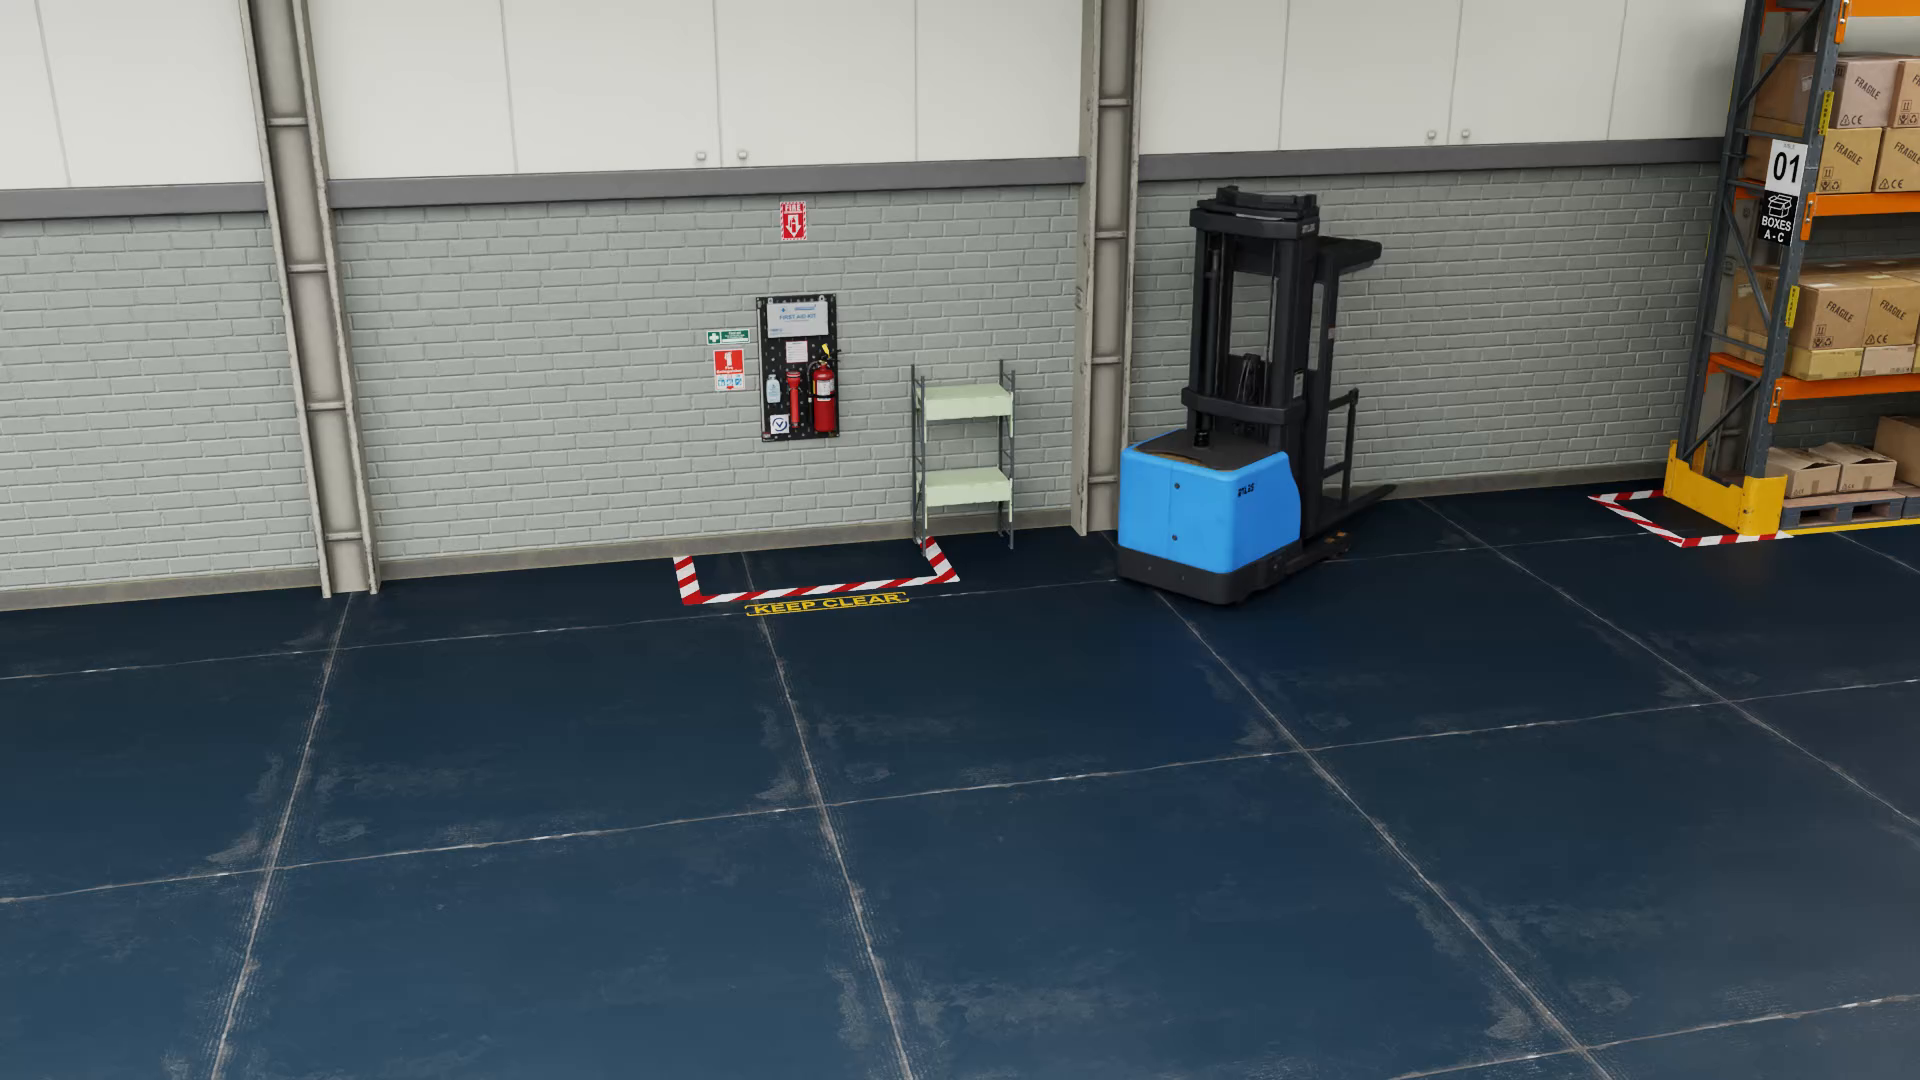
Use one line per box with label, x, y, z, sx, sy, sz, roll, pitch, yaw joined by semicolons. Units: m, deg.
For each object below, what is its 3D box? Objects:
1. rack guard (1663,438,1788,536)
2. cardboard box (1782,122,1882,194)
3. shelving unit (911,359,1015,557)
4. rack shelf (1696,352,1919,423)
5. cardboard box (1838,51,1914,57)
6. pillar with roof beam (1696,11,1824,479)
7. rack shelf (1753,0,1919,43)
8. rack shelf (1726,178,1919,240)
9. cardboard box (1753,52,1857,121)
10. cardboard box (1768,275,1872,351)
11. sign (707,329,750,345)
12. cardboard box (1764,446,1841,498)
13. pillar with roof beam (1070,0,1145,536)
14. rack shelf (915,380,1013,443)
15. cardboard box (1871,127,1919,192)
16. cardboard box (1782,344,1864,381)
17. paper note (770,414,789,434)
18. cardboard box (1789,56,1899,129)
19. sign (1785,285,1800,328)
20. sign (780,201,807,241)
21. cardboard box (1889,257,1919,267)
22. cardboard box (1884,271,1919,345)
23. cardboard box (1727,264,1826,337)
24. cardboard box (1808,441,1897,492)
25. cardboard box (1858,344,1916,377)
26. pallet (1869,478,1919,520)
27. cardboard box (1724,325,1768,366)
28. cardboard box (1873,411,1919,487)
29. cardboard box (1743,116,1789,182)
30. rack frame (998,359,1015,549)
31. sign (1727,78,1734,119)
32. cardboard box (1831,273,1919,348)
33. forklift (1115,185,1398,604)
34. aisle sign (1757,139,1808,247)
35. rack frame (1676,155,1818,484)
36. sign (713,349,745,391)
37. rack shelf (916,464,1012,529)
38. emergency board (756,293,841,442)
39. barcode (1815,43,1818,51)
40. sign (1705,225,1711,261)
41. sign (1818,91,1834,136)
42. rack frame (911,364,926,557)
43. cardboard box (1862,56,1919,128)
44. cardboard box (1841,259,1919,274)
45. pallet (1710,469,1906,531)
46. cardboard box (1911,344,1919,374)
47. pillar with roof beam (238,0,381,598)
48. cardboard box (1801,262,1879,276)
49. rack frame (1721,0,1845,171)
rack guard;6.596;-0.473;14.379;0.348;0.500;1.175;-5;21;-12
cardboard box;6.905;-3.048;13.239;0.500;0.500;0.500;-4;21;-11
shelving unit;0.022;-0.667;13.454;0.755;1.500;0.431;-5;21;-13
rack shelf;8.468;-1.461;14.488;4.000;0.370;1.077;-5;21;-12
cardboard box;7.409;-3.743;13.684;0.500;0.500;0.500;-3;20;-9
pillar with roof beam;7.994;-3.361;9.908;0.400;9.000;9.100;-5;21;-12
rack shelf;8.468;-4.276;13.457;4.000;0.370;1.077;-5;21;-12
rack shelf;8.468;-2.870;13.972;4.000;0.370;1.077;-5;21;-12
cardboard box;6.881;-3.697;13.556;0.500;0.500;0.500;-4;20;-10
cardboard box;7.055;-1.869;13.654;0.500;0.500;0.500;-5;21;-12
sign;-1.804;-1.582;12.949;0.331;0.109;0.001;-5;21;-12
cardboard box;7.216;-0.609;14.386;0.500;0.311;0.500;-7;21;-19
pillar with roof beam;2.155;-2.887;8.612;0.400;9.000;9.100;-5;21;-12
rack shelf;0.022;-1.033;13.320;0.720;0.370;0.431;-5;21;-13
cardboard box;7.435;-3.079;13.323;0.500;0.500;0.500;-3;20;-9
cardboard box;7.070;-1.512;13.770;0.500;0.250;0.500;-5;21;-14
paper note;-1.437;-0.923;13.255;0.142;0.148;0.016;-5;21;-12
cardboard box;6.952;-3.524;13.085;0.500;0.500;0.500;-6;21;-16
sign;6.647;-1.865;13.288;0.005;0.325;0.100;-5;21;-12
sign;-1.280;-2.449;12.769;0.199;0.298;0.001;-5;21;-12
cardboard box;8.416;-2.159;14.446;0.500;0.500;0.500;-4;21;-12
cardboard box;8.043;-1.943;13.858;0.500;0.500;0.500;-5;21;-14
cardboard box;6.931;-2.040;14.122;0.500;0.500;0.500;-5;21;-13
cardboard box;7.770;-0.654;14.510;0.500;0.311;0.500;-3;20;-8
cardboard box;7.572;-1.558;13.895;0.500;0.250;0.500;-5;21;-14
pallet;8.579;-0.485;14.832;1.213;0.211;1.003;-5;21;-12
cardboard box;6.932;-1.681;14.233;0.500;0.250;0.500;-4;21;-12
cardboard box;8.496;-0.785;14.590;0.500;0.500;0.700;-6;21;-16
cardboard box;6.869;-3.223;13.717;0.500;0.500;0.500;-3;20;-9
rack frame;0.378;-0.697;13.536;0.023;1.500;0.400;-5;21;-13
sign;6.413;-3.652;13.776;0.005;0.325;0.100;-5;21;-12
cardboard box;7.539;-1.905;13.752;0.500;0.500;0.500;-5;21;-12
forklift;2.557;-1.327;13.176;1.130;2.935;3.031;17;26;38
aisle sign;6.521;-2.755;13.195;0.004;0.787;0.394;-5;21;-12
rack frame;6.522;-1.641;13.932;0.127;3.000;1.000;-5;21;-12
sign;-1.811;-1.335;13.047;0.234;0.329;0.001;-5;21;-12
rack shelf;0.022;-0.361;13.566;0.720;0.370;0.431;-5;21;-13
emergency board;-1.249;-1.328;13.078;0.643;1.169;0.194;-5;21;-12
barcode;7.098;-4.071;13.734;0.075;0.075;0.001;-5;21;-12
sign;6.413;-2.520;14.190;0.005;0.325;0.100;-5;21;-12
sign;6.647;-3.278;12.770;0.005;0.325;0.100;-5;21;-12
rack frame;-0.333;-0.637;13.372;0.023;1.500;0.400;-5;21;-13
cardboard box;7.452;-3.547;13.147;0.500;0.500;0.500;-5;21;-13
cardboard box;7.926;-2.119;14.337;0.500;0.500;0.500;-5;21;-14
pallet;7.394;-0.390;14.572;1.213;0.211;1.003;-5;21;-12
cardboard box;8.069;-1.596;14.000;0.500;0.250;0.500;-5;21;-13
pillar with roof beam;-3.684;-2.412;7.315;0.400;9.000;9.100;-5;21;-12
cardboard box;7.424;-2.077;14.222;0.500;0.500;0.500;-4;21;-12
rack frame;6.522;-4.458;12.900;0.127;3.000;1.000;-5;21;-12
